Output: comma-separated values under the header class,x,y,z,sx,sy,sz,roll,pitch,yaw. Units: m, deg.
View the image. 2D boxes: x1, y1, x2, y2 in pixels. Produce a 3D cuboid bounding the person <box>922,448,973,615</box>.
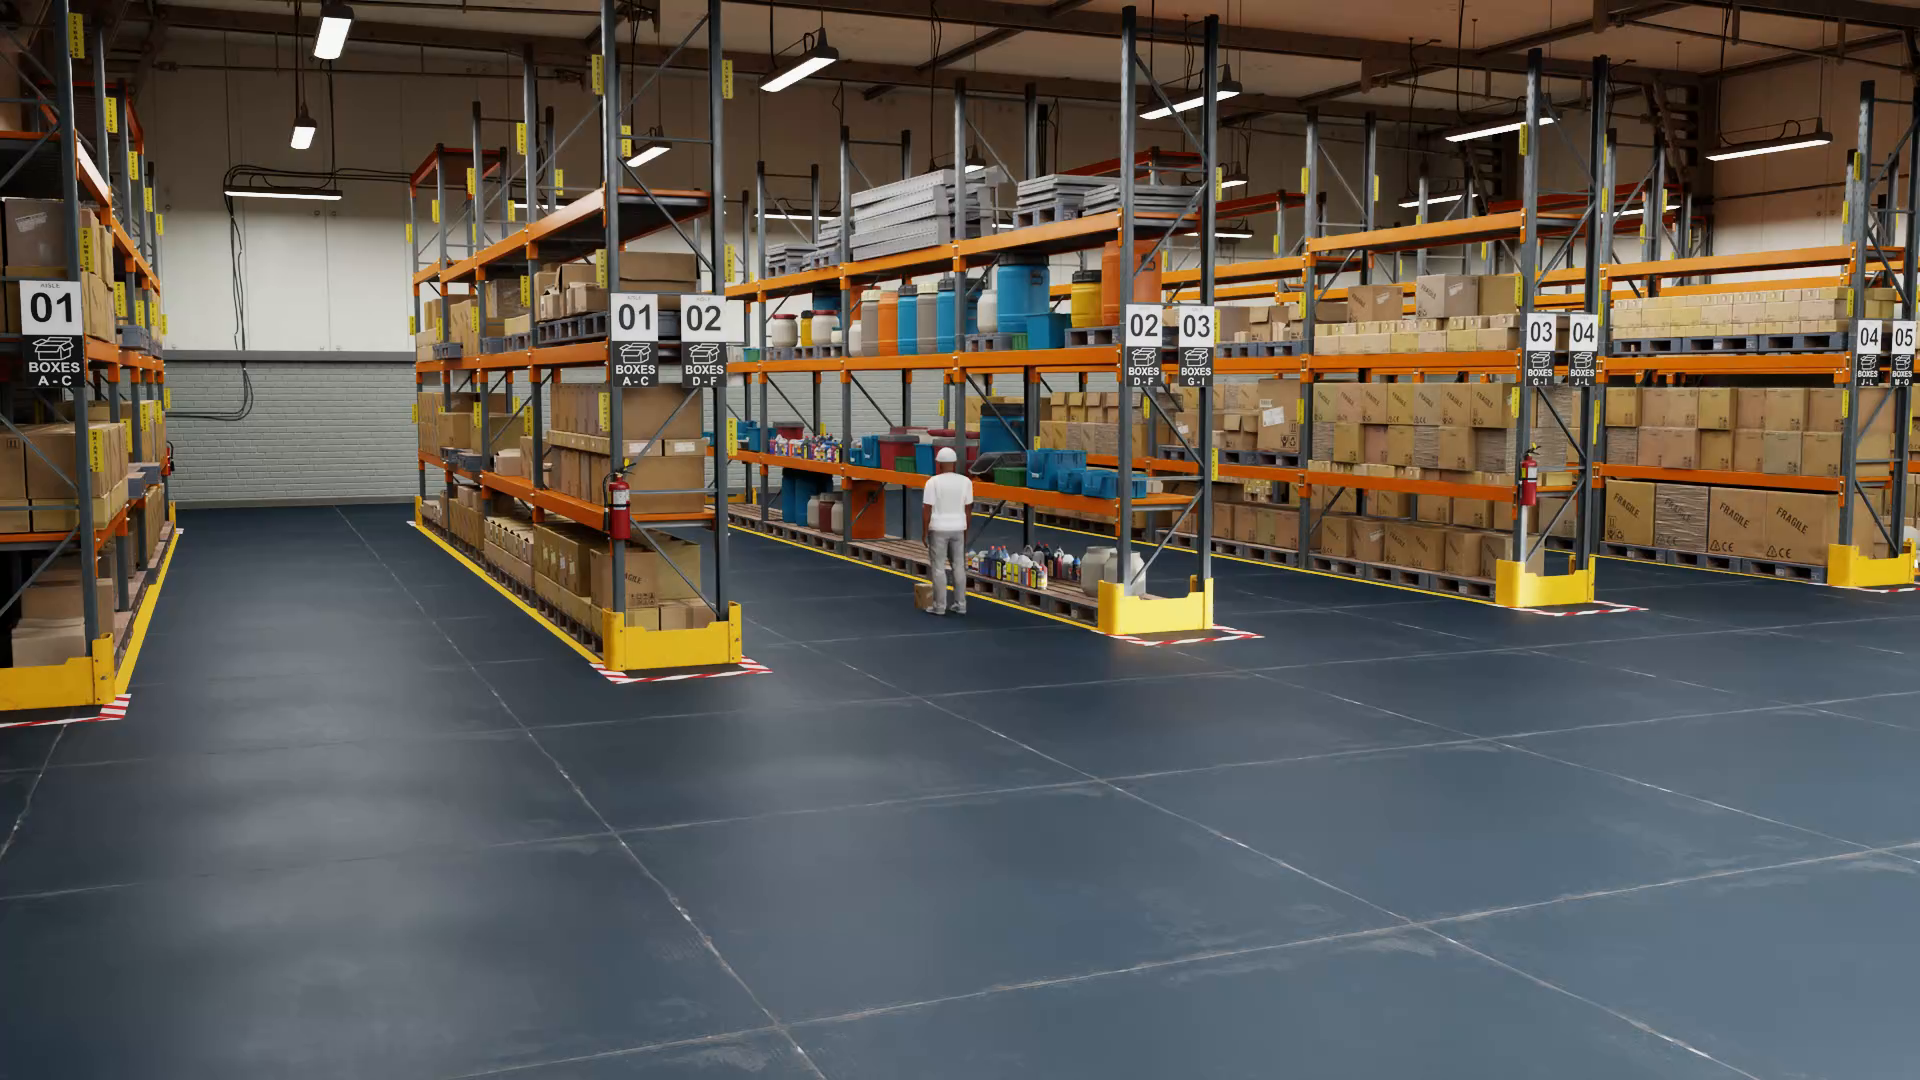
class,x,y,z,sx,sy,sz,roll,pitch,yaw
person,-0.146,-0.095,17.667,0.561,1.763,0.353,-2,6,-22
